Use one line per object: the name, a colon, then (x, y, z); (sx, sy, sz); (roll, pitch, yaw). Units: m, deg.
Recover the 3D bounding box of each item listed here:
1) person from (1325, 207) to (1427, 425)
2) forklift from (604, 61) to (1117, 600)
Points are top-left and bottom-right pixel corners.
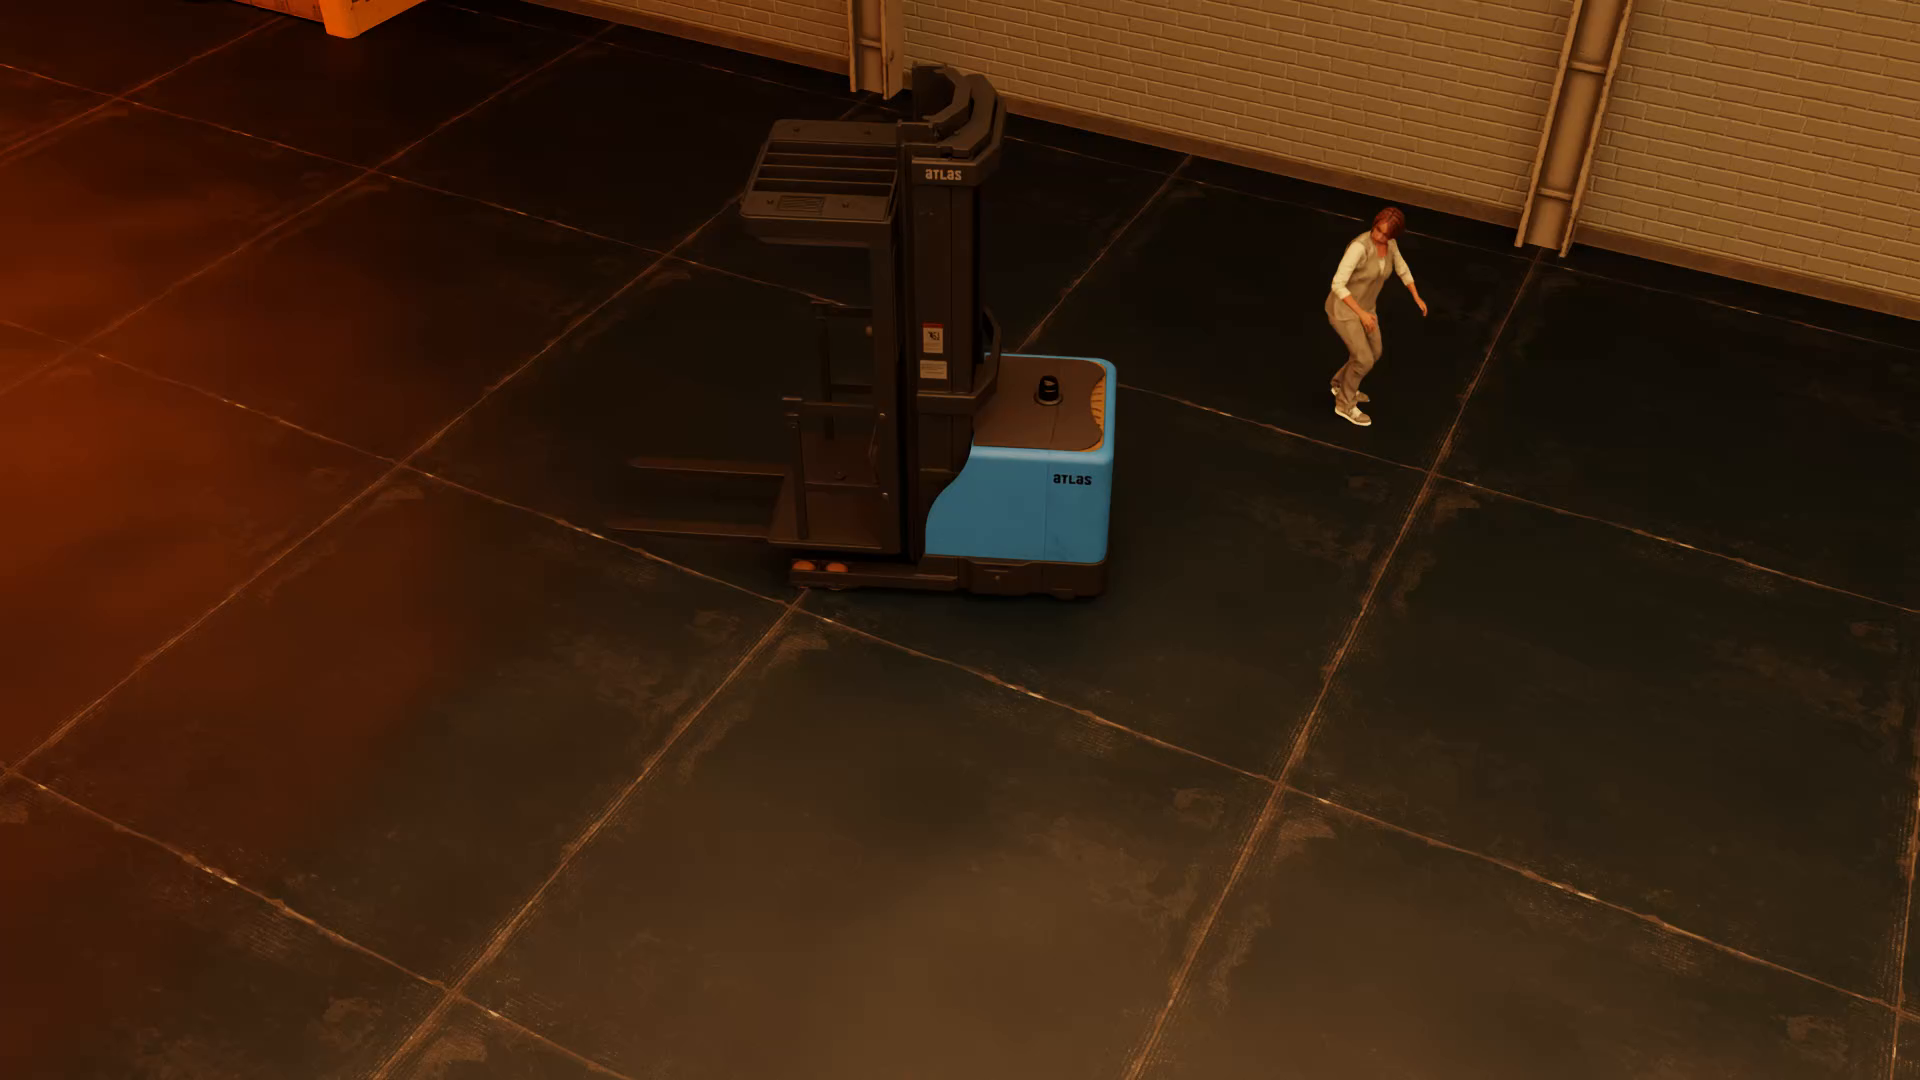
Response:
person: (2.672, -1.453, 10.834); (0.538, 1.535, 0.660); (32, 50, 33)
forklift: (-0.606, -1.157, 9.360); (3.031, 2.935, 1.130); (3, 40, 4)
